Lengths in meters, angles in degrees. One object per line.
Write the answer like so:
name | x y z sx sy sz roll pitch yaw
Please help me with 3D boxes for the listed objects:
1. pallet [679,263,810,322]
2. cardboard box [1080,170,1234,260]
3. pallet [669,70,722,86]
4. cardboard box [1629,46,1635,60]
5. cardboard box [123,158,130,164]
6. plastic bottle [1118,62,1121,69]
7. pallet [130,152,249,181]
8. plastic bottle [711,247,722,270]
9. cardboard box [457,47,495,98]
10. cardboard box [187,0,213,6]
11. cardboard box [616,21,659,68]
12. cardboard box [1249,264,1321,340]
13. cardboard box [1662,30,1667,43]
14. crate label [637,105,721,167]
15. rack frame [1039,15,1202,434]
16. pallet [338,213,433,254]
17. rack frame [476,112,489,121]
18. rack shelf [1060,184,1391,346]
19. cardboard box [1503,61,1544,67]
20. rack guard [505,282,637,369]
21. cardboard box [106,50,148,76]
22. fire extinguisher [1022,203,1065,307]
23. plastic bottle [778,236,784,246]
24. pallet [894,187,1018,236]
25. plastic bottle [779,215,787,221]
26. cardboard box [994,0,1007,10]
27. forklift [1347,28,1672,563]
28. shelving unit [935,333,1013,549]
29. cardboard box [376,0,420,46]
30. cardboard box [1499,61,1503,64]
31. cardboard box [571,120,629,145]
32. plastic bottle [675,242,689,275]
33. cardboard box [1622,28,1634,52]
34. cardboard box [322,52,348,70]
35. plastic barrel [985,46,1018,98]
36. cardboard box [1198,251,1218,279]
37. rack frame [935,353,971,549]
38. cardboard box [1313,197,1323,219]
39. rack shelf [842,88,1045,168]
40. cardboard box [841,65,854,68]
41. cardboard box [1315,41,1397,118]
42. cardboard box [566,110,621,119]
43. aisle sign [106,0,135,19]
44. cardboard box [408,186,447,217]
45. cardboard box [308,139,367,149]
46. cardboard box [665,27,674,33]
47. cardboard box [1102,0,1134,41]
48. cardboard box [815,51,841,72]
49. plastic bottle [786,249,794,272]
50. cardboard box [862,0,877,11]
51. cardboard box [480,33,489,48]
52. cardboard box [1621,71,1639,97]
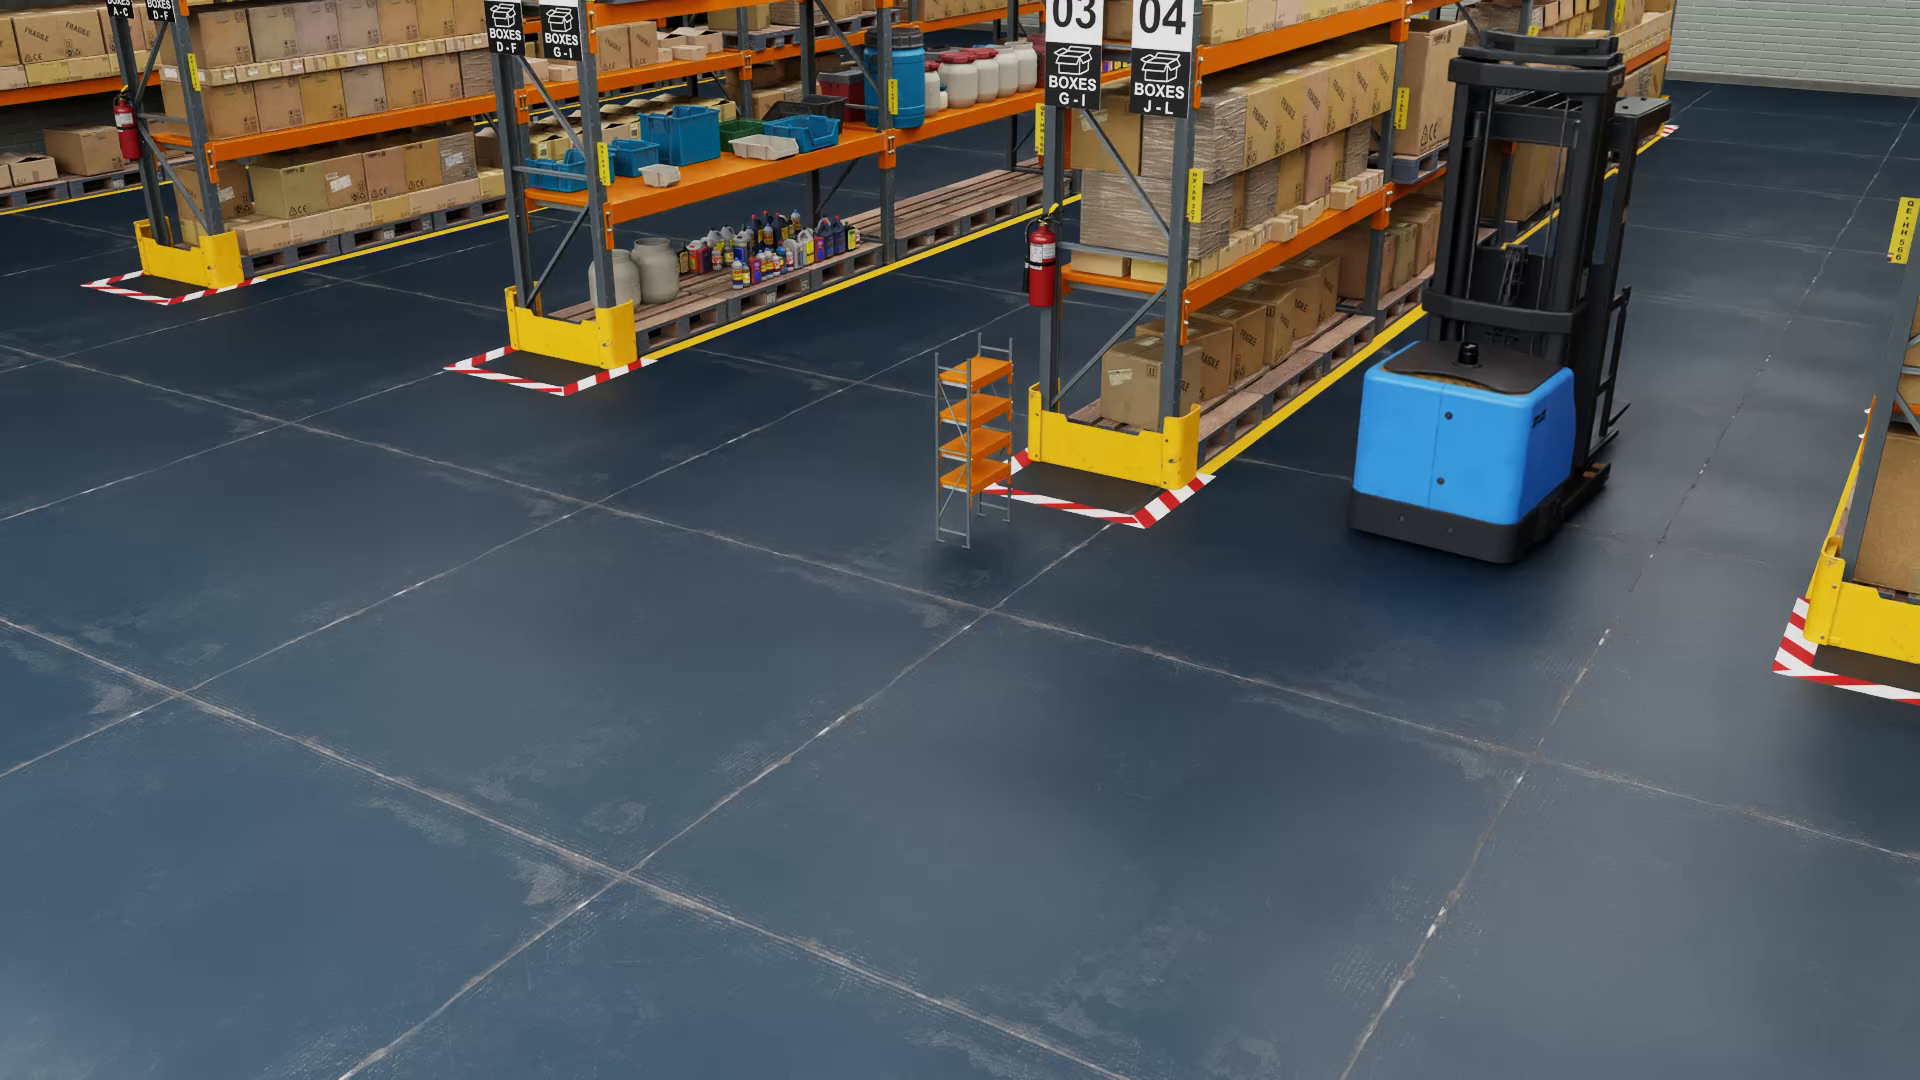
pallet | -2.137 -2.331 15.368 1.003 0.211 1.213 14 27 29
cardboard box | 1.307 -2.216 11.093 0.875 0.500 0.500 14 27 29
pallet | -4.833 -7.978 28.414 1.003 0.211 1.213 14 27 29
cardboard box | 8.311 -6.172 21.047 0.380 0.149 0.250 13 27 28
cardboard box | -10.382 -4.676 20.310 0.380 0.149 0.250 12 26 25
plastic bottle | 1.907 -5.813 20.153 0.097 0.201 0.097 0 23 0
pallet | -9.845 -4.804 21.082 1.003 0.211 1.213 14 27 29
plastic bottle | -2.273 -2.627 15.512 0.097 0.201 0.097 0 23 0
cardboard box | -5.539 -5.176 18.304 0.700 0.500 0.500 13 27 28
cardboard box | -9.508 -6.378 20.427 0.500 0.500 0.500 14 27 29
cardboard box | -4.072 -6.107 20.456 0.500 0.500 0.500 12 26 26
cardboard box | 2.563 -1.928 13.545 0.500 0.500 0.500 -18 29 -36
cardboard box | 9.390 -6.861 22.640 0.380 0.149 0.250 14 27 29
crate label | -2.473 -3.586 14.713 0.502 0.435 0.616 14 27 29
rack frame | 0.994 -1.854 10.756 1.000 3.000 0.127 14 27 29
pallet | -6.408 -3.328 17.672 1.003 0.211 1.213 14 27 29
rack frame | -7.411 -7.668 24.187 1.000 3.000 0.127 14 27 29
rack shelf | 2.049 -2.199 12.459 1.077 0.370 4.000 14 27 29
cardboard box | 5.701 -4.707 17.221 0.500 0.500 0.500 15 27 30
rack guard | -3.214 -1.780 13.733 1.175 0.500 0.348 14 27 29
cardboard box | -10.035 -5.695 19.794 0.500 0.250 0.500 14 27 29
fire extinguisher | 0.542 -1.876 10.906 0.296 0.674 0.183 14 27 29
plastic bottle | -1.651 -2.714 15.608 0.061 0.283 0.133 14 27 29
pallet | -0.080 -3.649 18.412 1.003 0.211 1.213 14 27 29
plastic bottle | -1.792 -3.063 16.425 0.152 0.276 0.135 15 28 31
cardboard box | 0.476 -8.826 26.736 0.500 0.500 0.500 14 27 29
forklift | 3.670 -1.732 10.563 1.130 2.935 3.031 16 28 33
shelving unit | 0.087 -0.606 10.141 0.258 1.200 0.503 14 27 29
cardboard box | -6.069 -5.431 17.262 0.700 0.500 0.500 14 27 29
cardboard box | 4.753 -4.392 15.966 0.700 0.500 0.500 19 30 37
cardboard box | -4.340 -4.899 20.018 0.500 0.311 0.500 13 27 27
plastic bottle | -2.572 -2.602 15.350 0.061 0.283 0.133 15 27 30
cardboard box | 8.060 -6.242 20.708 0.500 0.250 0.500 14 27 29
cardboard box | -6.353 -4.797 16.613 0.380 0.149 0.250 13 27 28
plastic barrel | 0.422 -5.109 18.135 0.421 0.512 0.421 0 23 0
cardboard box | 1.495 -1.865 11.099 0.380 0.149 0.250 14 27 29
rack frame | -0.041 -0.524 9.950 0.240 1.200 0.015 14 27 29
cardboard box | 2.538 -2.543 12.664 0.380 0.149 0.250 14 27 29
rack shelf | -0.049 -4.587 17.975 1.077 0.370 4.000 14 27 29
cardboard box | -1.825 -6.741 24.639 0.500 0.500 0.500 14 27 30
cardboard box | 3.100 -3.635 13.113 0.500 0.500 0.500 14 27 29
cardboard box | -4.538 -5.180 20.666 0.500 0.311 0.500 13 27 28
aisle sign | -7.705 -5.163 15.129 0.394 0.787 0.004 14 27 29
cardboard box | -5.893 -3.671 17.887 0.500 0.250 0.500 14 27 29
cardboard box | -6.610 -3.958 17.607 0.500 0.500 0.500 14 27 29
cardboard box | -5.065 -8.585 28.106 0.380 0.149 0.250 14 27 29
cardboard box | 1.032 -3.377 10.689 0.500 0.250 0.500 15 27 30
cardboard box | -2.080 -6.930 24.132 0.500 0.250 0.500 14 27 29
plastic bottle | -1.599 -2.608 15.468 0.097 0.201 0.097 0 23 0
cardboard box | -1.530 -8.107 24.546 0.700 0.500 0.500 5 24 11
cardboard box | -5.272 -5.488 18.209 0.380 0.149 0.250 14 27 29
cardboard box | 8.214 -5.631 21.628 0.875 0.875 0.875 14 27 29
